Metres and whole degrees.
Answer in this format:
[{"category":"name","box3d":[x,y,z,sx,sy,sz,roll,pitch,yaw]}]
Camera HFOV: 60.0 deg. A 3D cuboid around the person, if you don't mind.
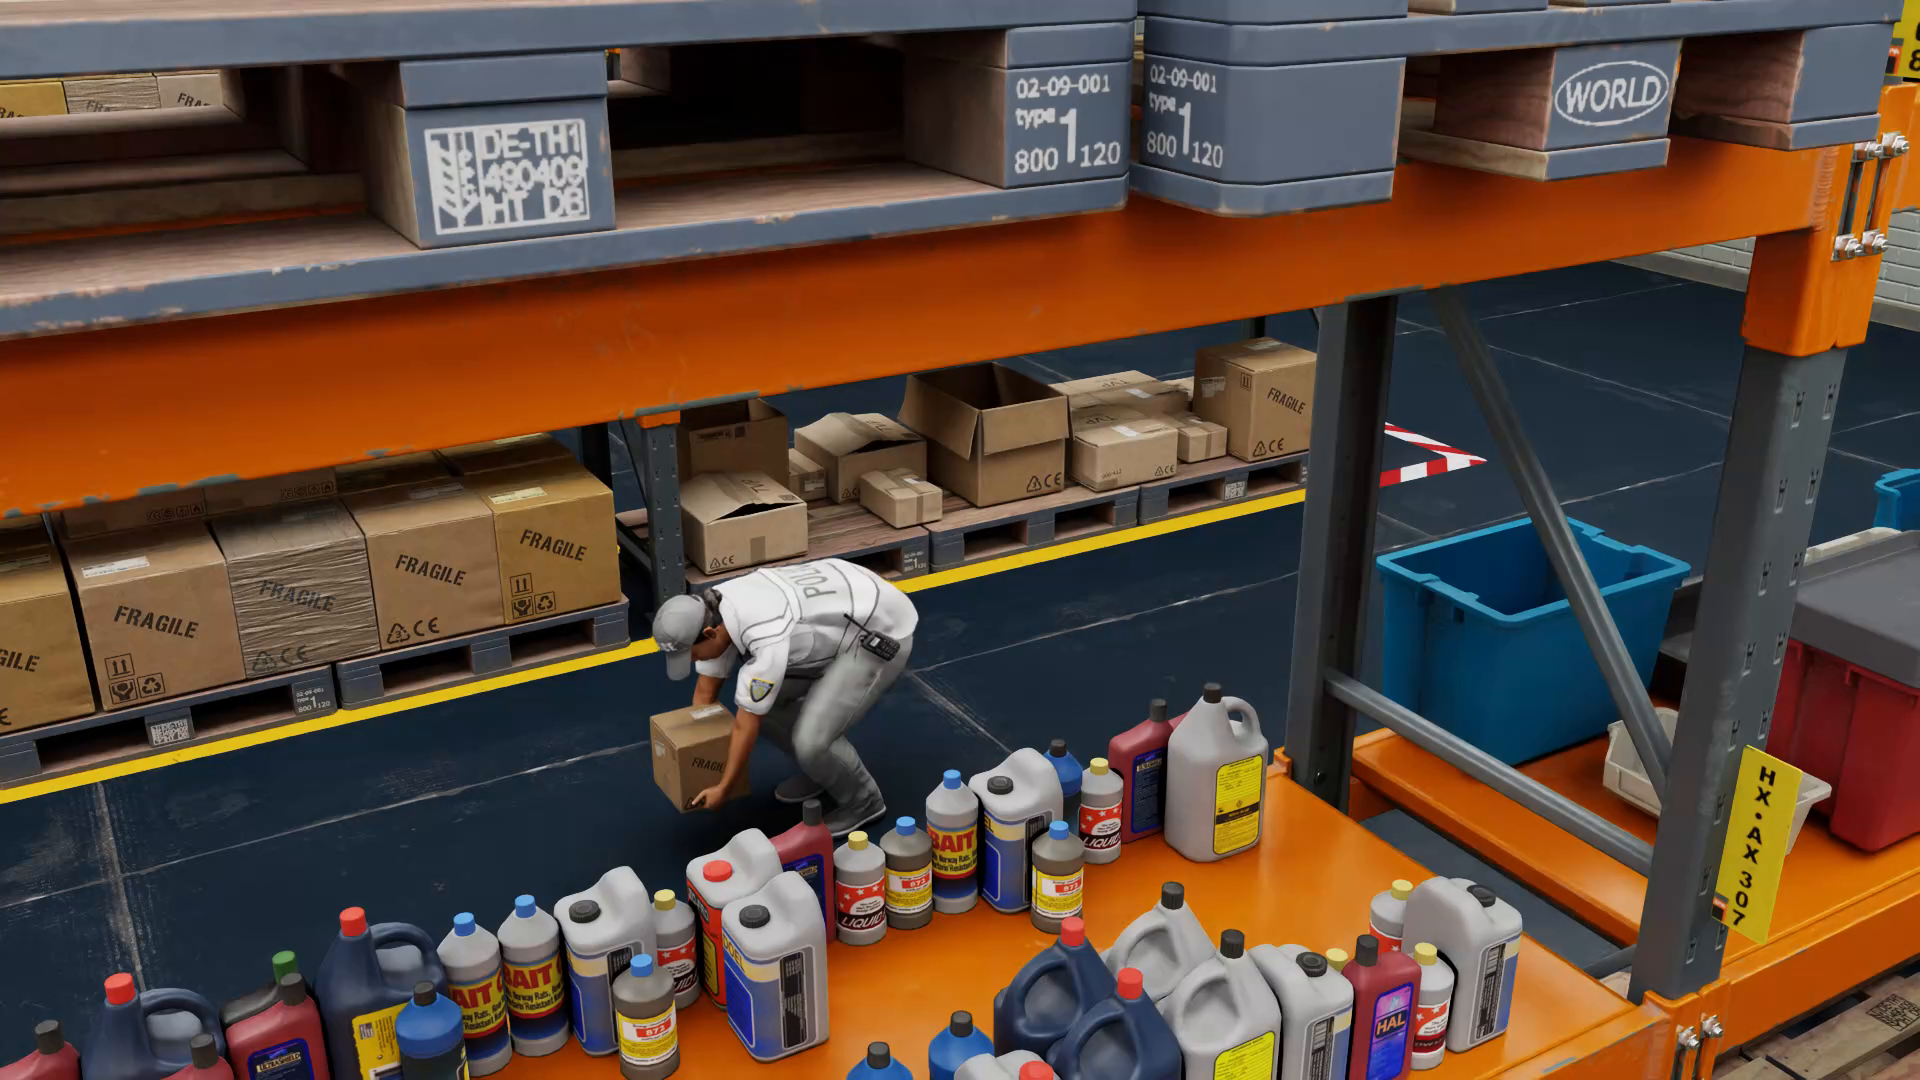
[{"category":"person","box3d":[-0.591,0.546,5.680,0.935,0.959,0.518,-14,26,-31]}]
